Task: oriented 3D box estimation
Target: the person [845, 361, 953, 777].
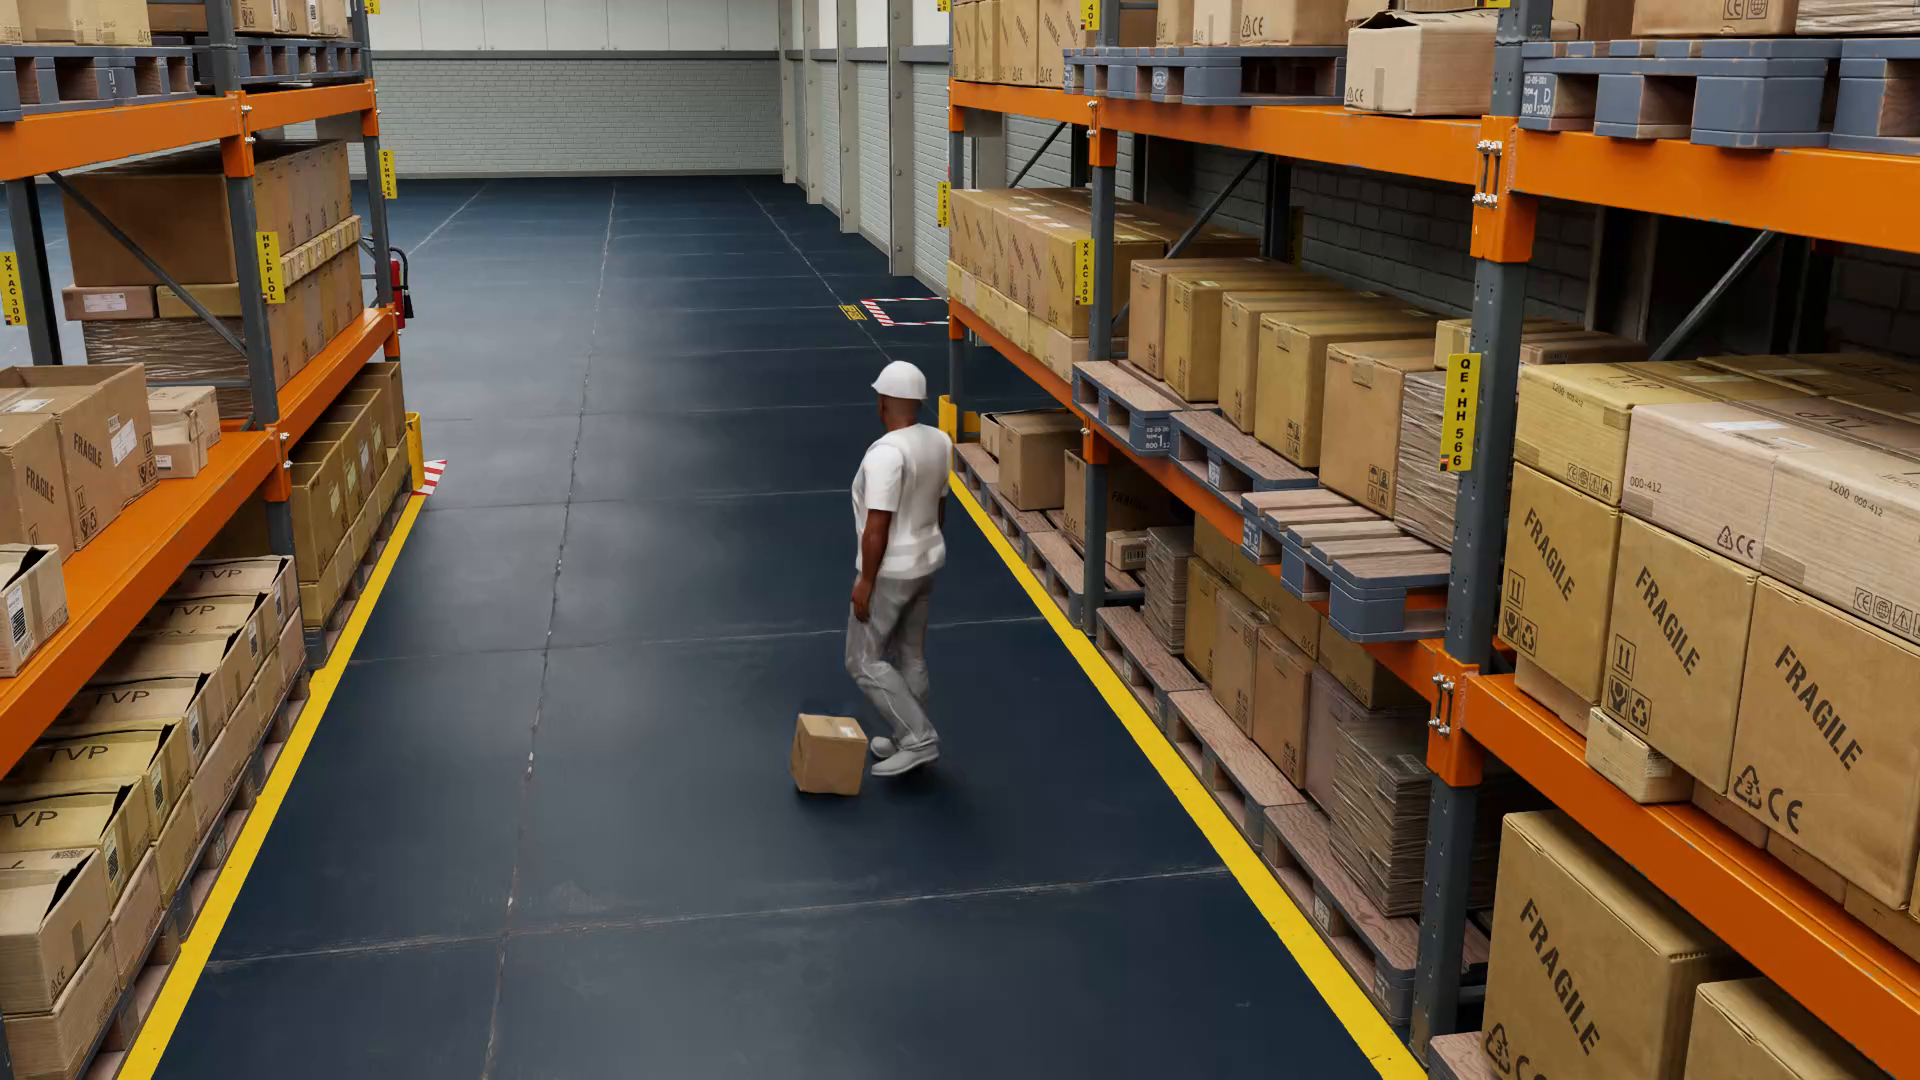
[{"bbox_3d":[-0.226,0.136,7.014,0.461,1.766,0.653,9,19,29],"label":"person"}]
